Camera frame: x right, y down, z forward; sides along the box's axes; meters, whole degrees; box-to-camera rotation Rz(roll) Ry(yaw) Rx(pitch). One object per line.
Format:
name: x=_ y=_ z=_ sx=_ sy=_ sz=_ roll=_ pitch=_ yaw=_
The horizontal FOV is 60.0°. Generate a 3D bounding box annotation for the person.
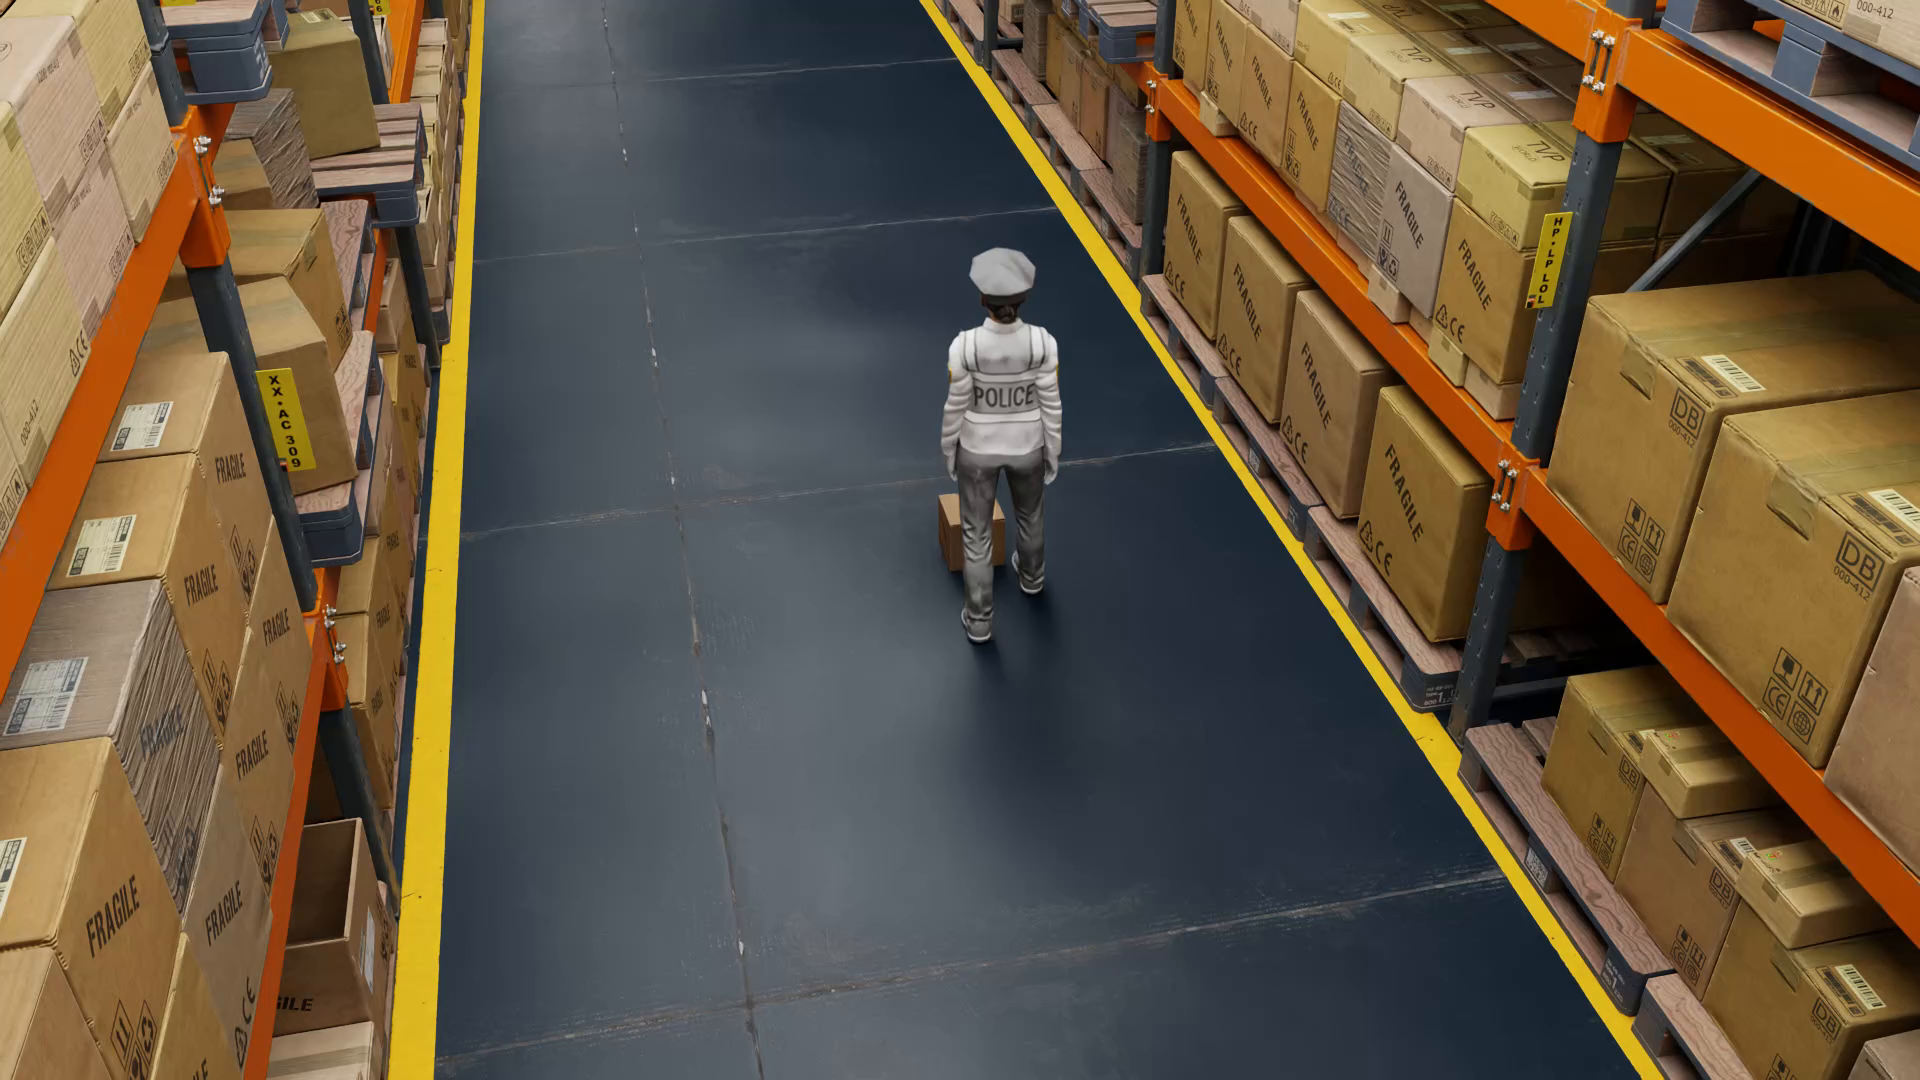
person: x=0.148 y=-0.419 z=6.730 sx=0.476 sy=1.676 sz=0.602 roll=-4 pitch=35 yaw=-6
